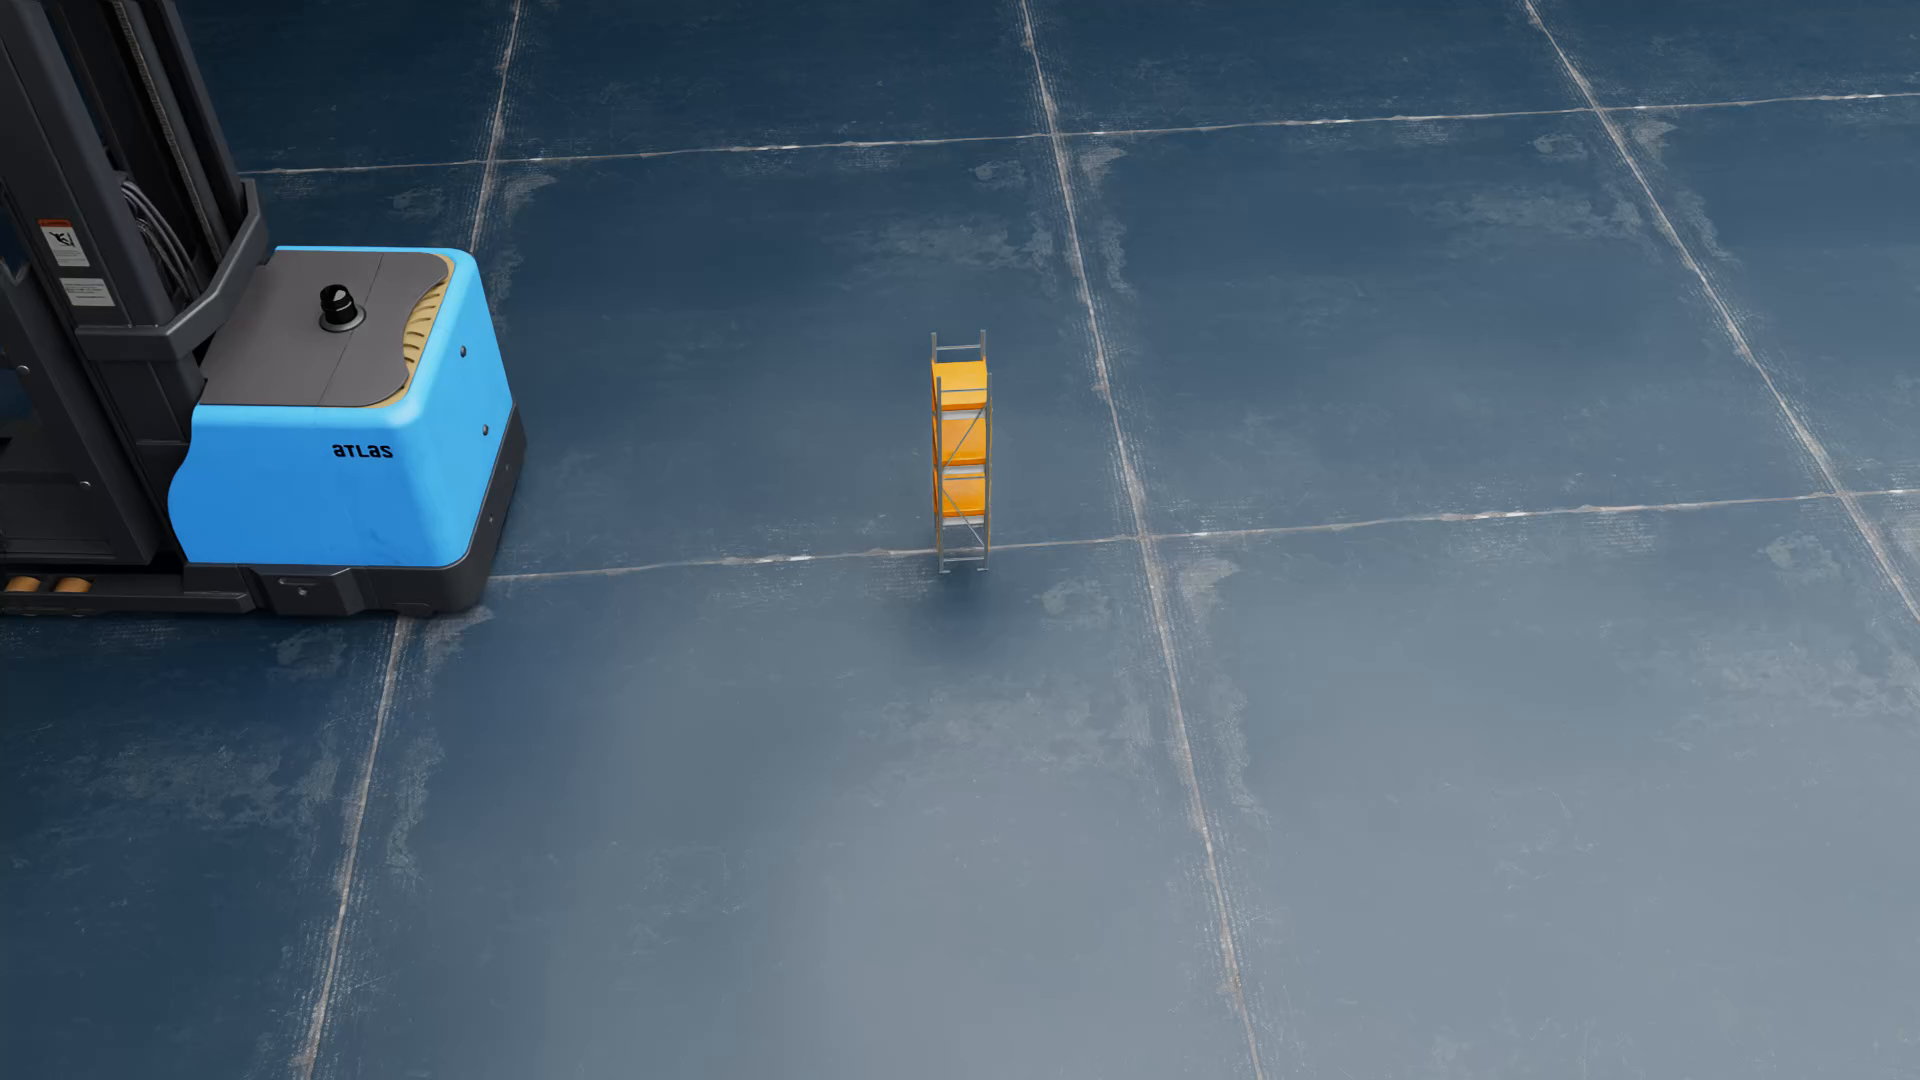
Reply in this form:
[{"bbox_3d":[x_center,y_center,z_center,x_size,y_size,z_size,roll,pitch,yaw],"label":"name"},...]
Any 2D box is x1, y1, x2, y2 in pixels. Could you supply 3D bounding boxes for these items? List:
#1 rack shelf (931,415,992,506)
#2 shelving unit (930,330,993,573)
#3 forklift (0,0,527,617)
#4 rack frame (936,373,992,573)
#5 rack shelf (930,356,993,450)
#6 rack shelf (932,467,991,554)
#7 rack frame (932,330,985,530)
[{"bbox_3d":[0.004,-0.315,6.476,0.215,0.259,0.240,-3,47,-3],"label":"rack shelf"},{"bbox_3d":[0.004,-0.322,6.469,0.215,1.050,0.252,-3,47,-3],"label":"shelving unit"},{"bbox_3d":[-3.395,-1.087,5.897,3.031,2.935,1.130,1,47,1],"label":"forklift"},{"bbox_3d":[0.015,-0.234,6.385,0.200,1.050,0.008,-3,47,-3],"label":"rack frame"},{"bbox_3d":[0.004,-0.510,6.270,0.215,0.259,0.240,-3,47,-3],"label":"rack shelf"},{"bbox_3d":[0.004,-0.124,6.678,0.215,0.259,0.240,-3,47,-3],"label":"rack shelf"},{"bbox_3d":[-0.006,-0.411,6.552,0.200,1.050,0.008,-3,47,-3],"label":"rack frame"}]
